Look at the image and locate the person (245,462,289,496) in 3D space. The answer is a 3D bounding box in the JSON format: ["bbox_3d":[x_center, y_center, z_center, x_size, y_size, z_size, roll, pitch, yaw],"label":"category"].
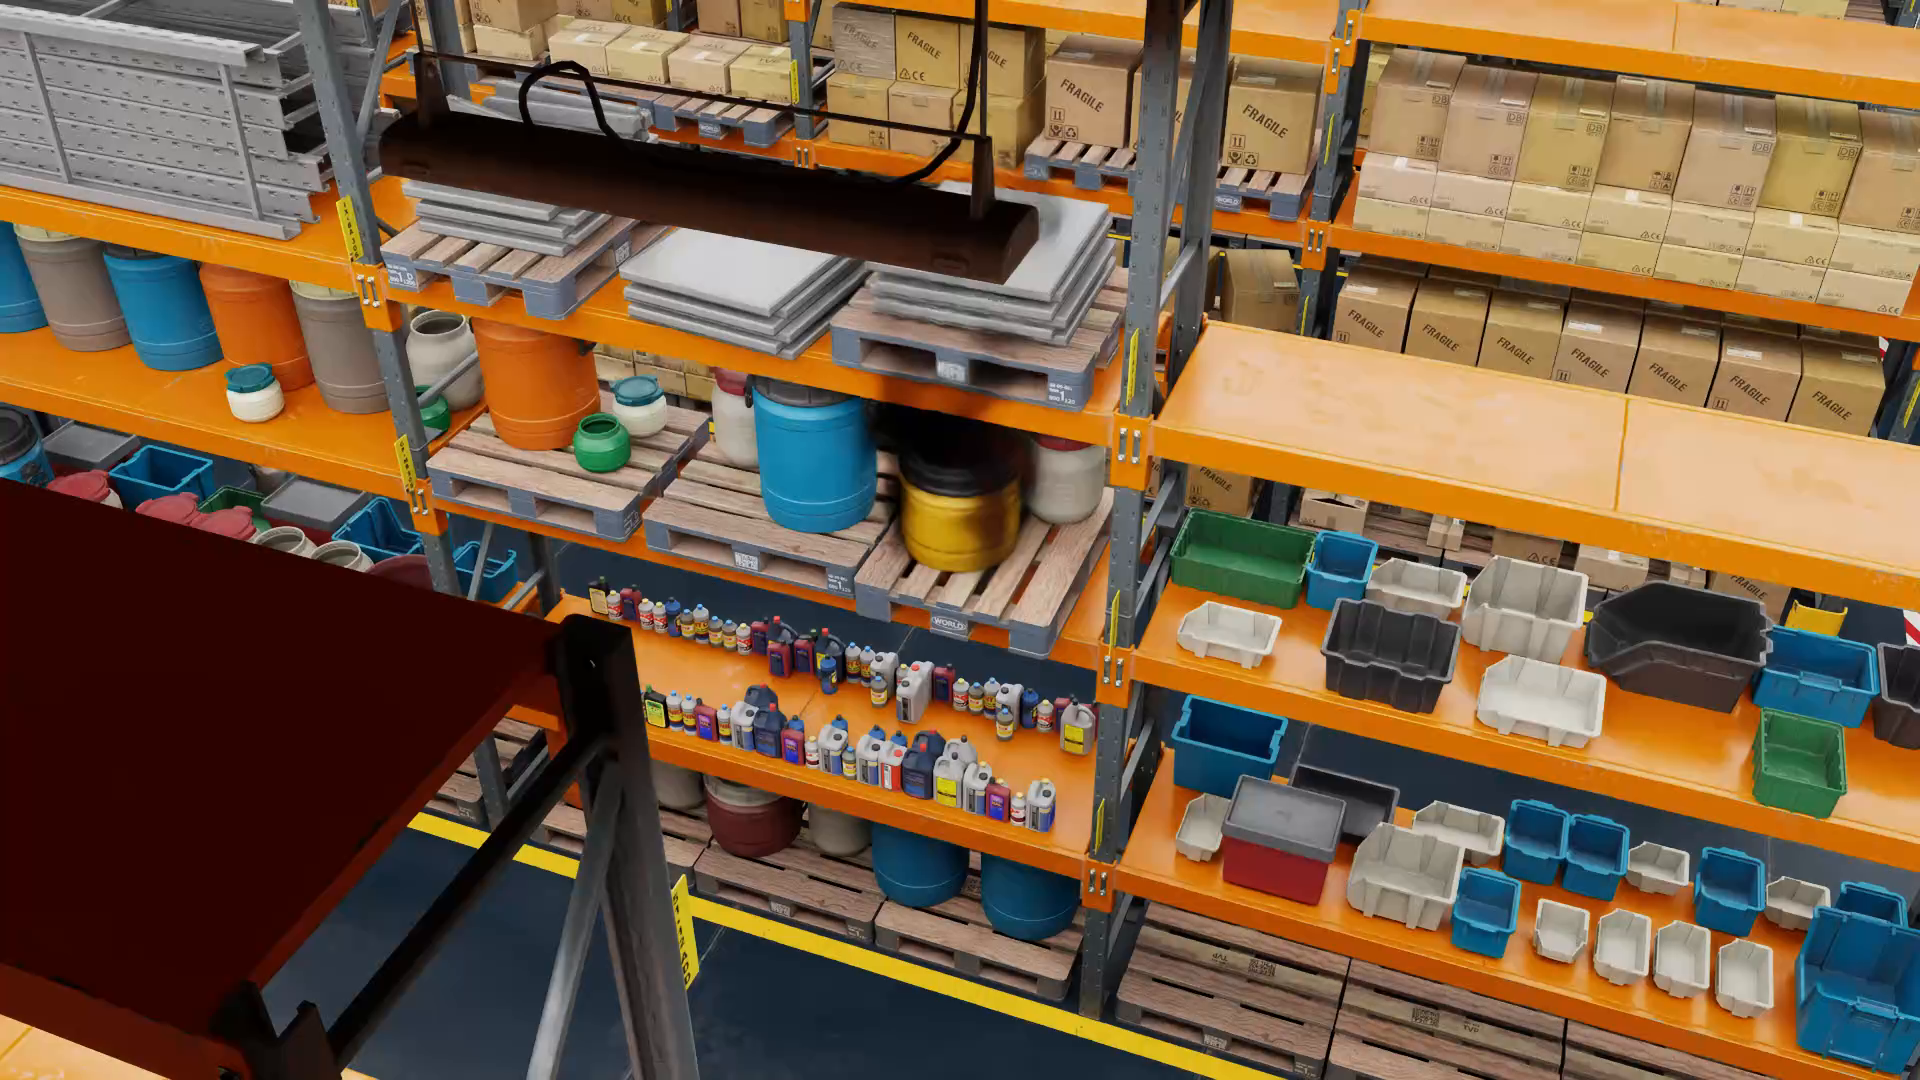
[{"bbox_3d":[-5.298,-0.584,12.762,0.664,1.686,0.545,8,37,11],"label":"person"}]
